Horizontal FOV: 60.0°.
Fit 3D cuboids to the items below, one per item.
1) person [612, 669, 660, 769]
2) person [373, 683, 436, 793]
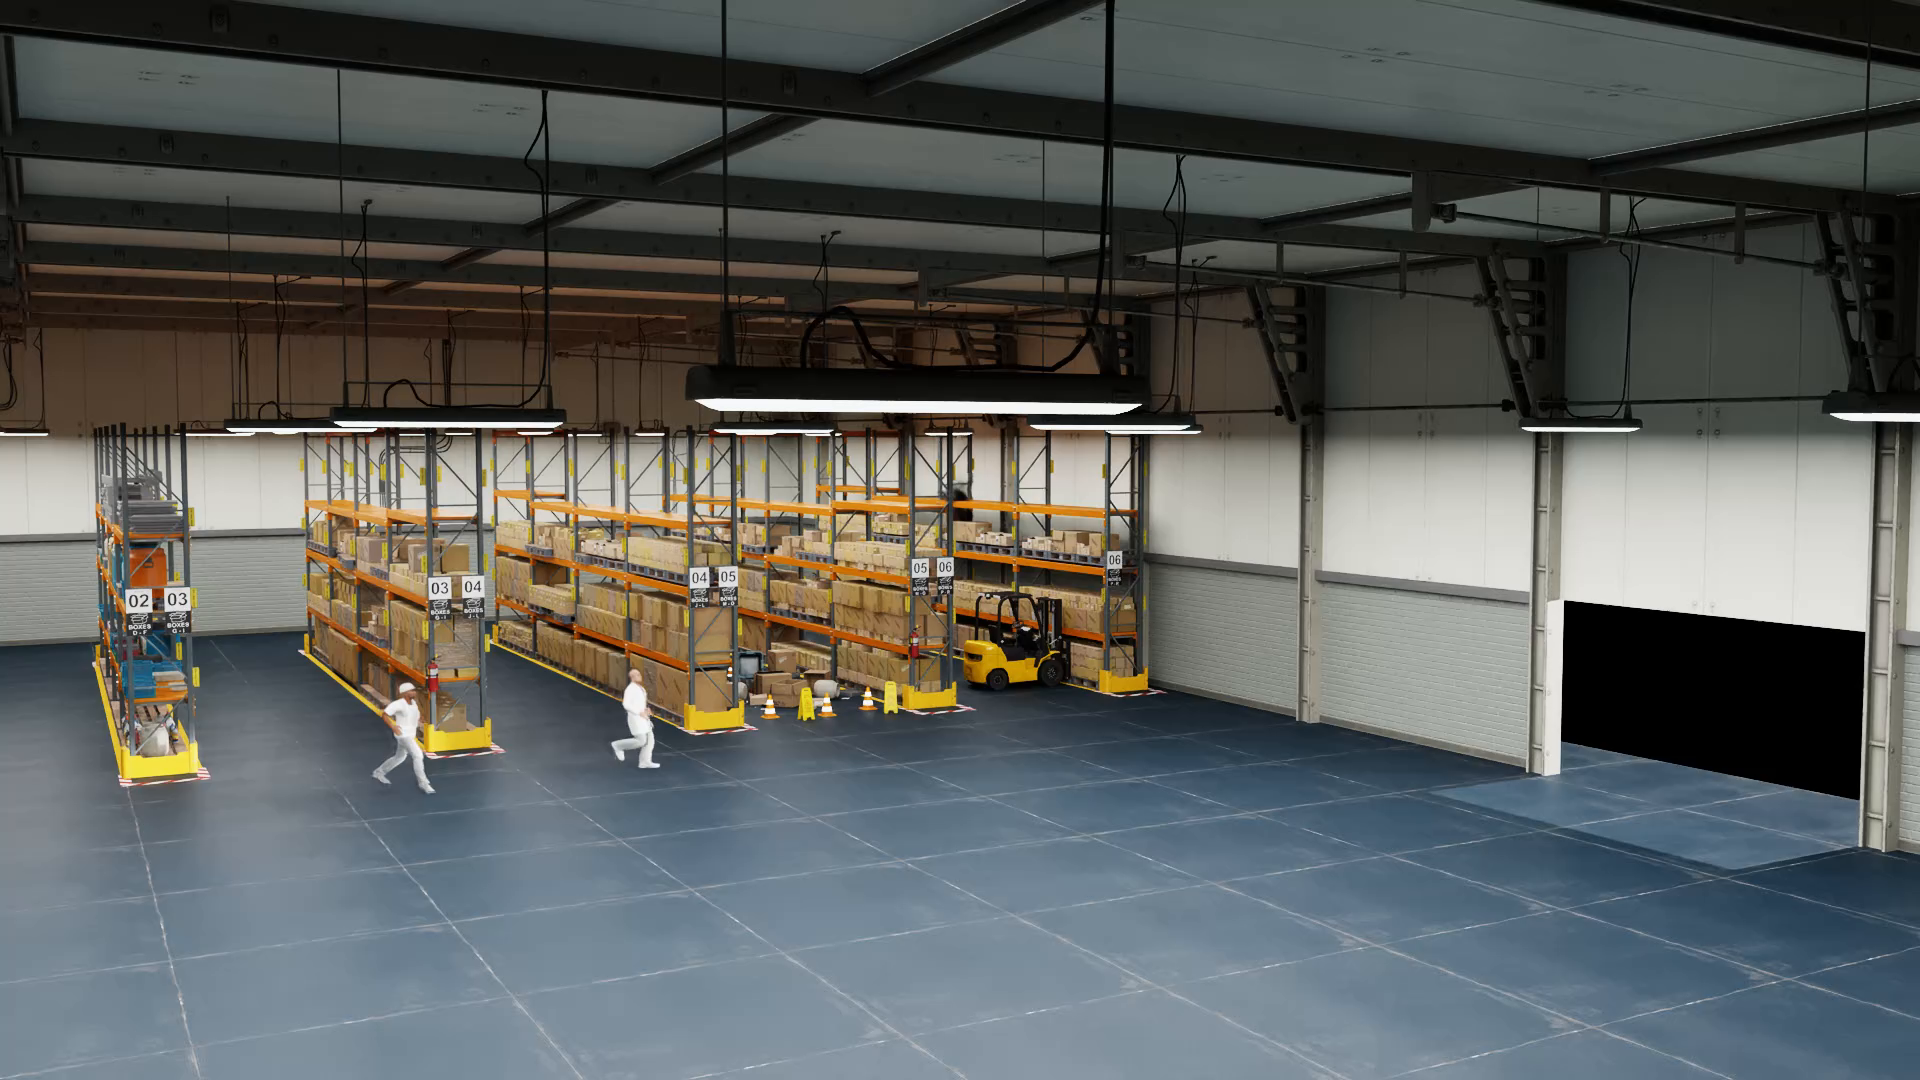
[{"bbox_3d":[-5.629,3.113,28.930,0.825,1.737,0.723,0,3,7],"label":"person"},{"bbox_3d":[-9.038,3.213,27.040,1.049,1.811,0.661,0,3,-3],"label":"person"}]
